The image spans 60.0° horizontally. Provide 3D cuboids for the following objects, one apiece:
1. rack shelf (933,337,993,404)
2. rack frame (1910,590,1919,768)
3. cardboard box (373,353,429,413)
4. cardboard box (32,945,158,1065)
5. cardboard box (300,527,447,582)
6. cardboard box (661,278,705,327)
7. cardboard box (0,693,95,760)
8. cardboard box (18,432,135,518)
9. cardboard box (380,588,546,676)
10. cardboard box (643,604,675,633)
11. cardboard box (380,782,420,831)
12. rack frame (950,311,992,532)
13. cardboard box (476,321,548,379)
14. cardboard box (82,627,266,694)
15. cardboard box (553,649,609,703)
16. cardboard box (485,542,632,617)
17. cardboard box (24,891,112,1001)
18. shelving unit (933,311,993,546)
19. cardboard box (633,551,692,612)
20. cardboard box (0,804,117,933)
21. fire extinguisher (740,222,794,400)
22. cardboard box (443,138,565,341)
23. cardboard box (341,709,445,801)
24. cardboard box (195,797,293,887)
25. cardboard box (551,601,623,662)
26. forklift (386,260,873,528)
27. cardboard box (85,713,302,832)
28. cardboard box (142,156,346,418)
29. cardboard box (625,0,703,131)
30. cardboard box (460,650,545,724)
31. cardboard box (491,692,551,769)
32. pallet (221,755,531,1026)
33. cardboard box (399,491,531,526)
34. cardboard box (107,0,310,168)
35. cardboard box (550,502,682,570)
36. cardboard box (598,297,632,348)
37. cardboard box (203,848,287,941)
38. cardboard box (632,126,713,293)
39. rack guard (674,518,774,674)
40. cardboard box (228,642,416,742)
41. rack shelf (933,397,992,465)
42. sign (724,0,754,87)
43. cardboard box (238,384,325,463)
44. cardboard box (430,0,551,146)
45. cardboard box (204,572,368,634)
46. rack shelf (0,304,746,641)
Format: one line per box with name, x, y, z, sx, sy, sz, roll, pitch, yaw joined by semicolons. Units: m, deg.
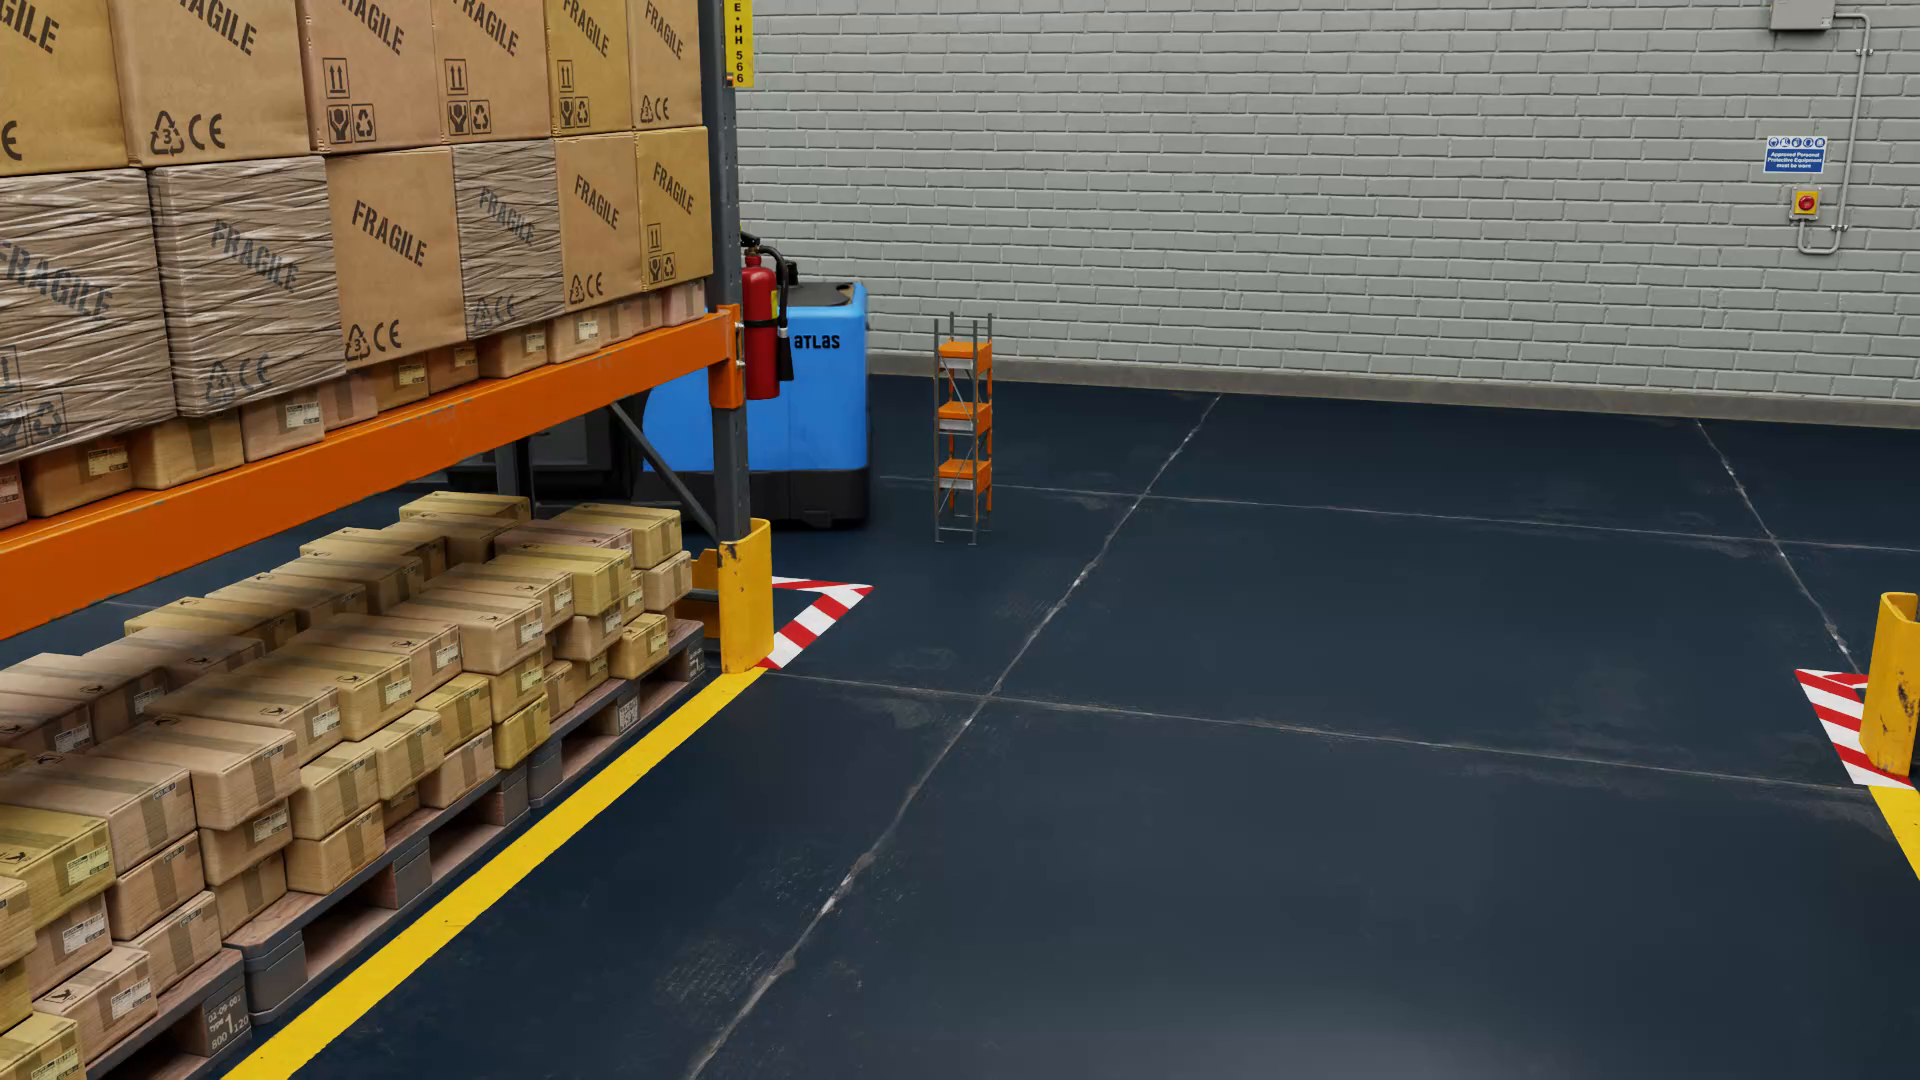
rack shelf;0.015;-0.782;7.661;0.215;0.259;0.240;5;16;16
rack frame;3.492;-0.700;4.802;1.000;3.000;0.127;5;16;16
cardboard box;-1.614;-0.429;4.305;0.380;0.149;0.250;5;17;17
cardboard box;-1.911;0.949;3.441;0.380;0.149;0.250;5;16;16
cardboard box;-1.914;0.074;5.438;0.380;0.149;0.250;5;16;16
cardboard box;-1.104;-0.830;5.718;0.380;0.149;0.250;5;16;16
cardboard box;-2.332;0.483;3.993;0.380;0.149;0.250;4;16;13
cardboard box;-1.914;-0.157;3.346;0.380;0.149;0.250;4;16;13
cardboard box;-1.425;0.260;4.781;0.380;0.149;0.250;5;17;18
cardboard box;-1.232;0.266;5.851;0.380;0.149;0.250;5;17;17
cardboard box;-1.676;0.671;4.423;0.380;0.149;0.250;5;17;17
rack frame;0.050;-0.551;7.848;0.200;1.050;0.008;5;16;16
cardboard box;-1.421;-0.566;4.787;0.380;0.149;0.250;4;16;13
cardboard box;-2.092;0.355;4.445;0.380;0.149;0.250;5;16;16
cardboard box;-1.366;0.403;5.366;0.380;0.149;0.250;5;16;16
cardboard box;-1.268;0.122;5.265;0.380;0.149;0.250;4;16;15
cardboard box;-1.989;0.805;3.403;0.380;0.149;0.250;5;16;16
shelving unit;0.015;-0.519;7.735;0.215;1.050;0.252;5;16;16
cardboard box;-1.159;0.129;5.788;0.380;0.149;0.250;4;16;14
cardboard box;-1.963;0.660;3.369;0.380;0.149;0.250;4;16;15
fire extinguisher;-0.768;-0.871;6.229;0.296;0.674;0.183;5;16;16
cardboard box;-1.449;-0.844;4.579;0.500;0.500;0.500;5;16;16
cardboard box;-1.582;0.541;4.334;0.380;0.149;0.250;5;17;16
cardboard box;-1.808;0.665;3.898;0.380;0.149;0.250;5;17;18
cardboard box;-1.305;0.265;5.308;0.380;0.149;0.250;4;16;14
forklift;-1.961;-1.569;7.991;3.031;2.935;1.130;-1;16;-2
cardboard box;-1.760;0.530;3.828;0.380;0.149;0.250;5;17;17
cardboard box;-1.725;-0.572;3.619;0.500;0.500;0.500;4;16;15
cardboard box;-1.174;-1.591;5.381;0.500;0.500;0.500;4;16;15
cardboard box;-1.439;0.401;4.827;0.380;0.149;0.250;5;17;17
cardboard box;-1.436;0.540;4.882;0.380;0.149;0.250;4;16;13
pallet;-1.917;0.832;4.511;1.003;0.211;1.213;5;16;16
cardboard box;-1.757;-0.064;5.922;0.380;0.149;0.250;4;16;13
cardboard box;-1.752;-1.049;3.470;0.500;0.500;0.500;5;17;17
cardboard box;-1.190;-0.016;5.755;0.380;0.149;0.250;5;17;17
cardboard box;-1.267;-0.701;5.264;0.380;0.149;0.250;4;16;15
cardboard box;-1.844;0.806;3.947;0.380;0.149;0.250;4;16;13
cardboard box;-1.163;-1.112;5.523;0.500;0.500;0.500;5;17;17
rack guard;-1.304;0.165;6.333;1.175;0.500;0.348;5;16;16
cardboard box;-1.654;0.391;4.318;0.380;0.149;0.250;5;17;16
rack shelf;0.015;-0.509;7.738;0.215;0.259;0.240;5;16;16
sign;-0.756;-1.719;5.691;0.100;0.325;0.005;5;16;16
cardboard box;-1.697;-0.288;3.806;0.380;0.149;0.250;5;17;18
cardboard box;-1.457;-1.322;4.432;0.500;0.500;0.500;6;17;19
cardboard box;-1.993;0.217;4.933;0.380;0.149;0.250;5;17;18
rack shelf;-1.851;-0.189;4.315;1.077;0.370;4.000;5;16;16
